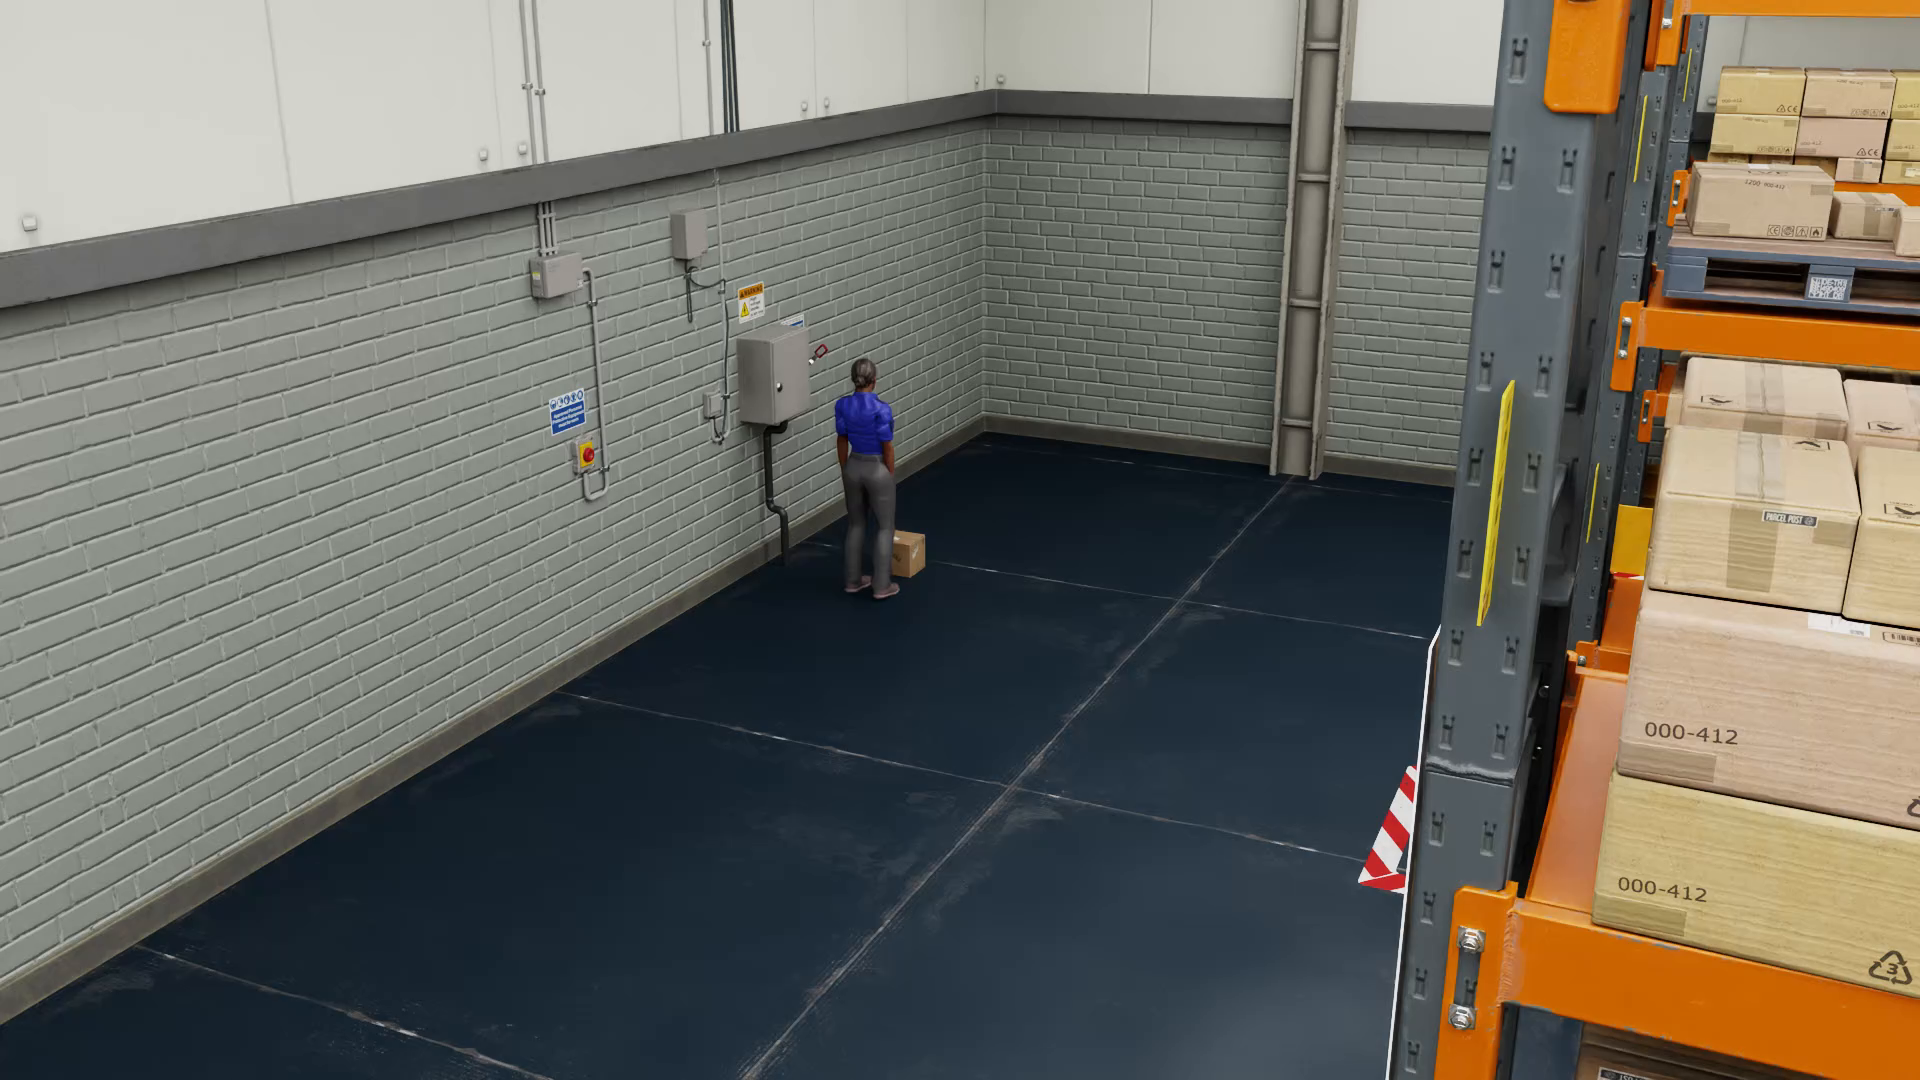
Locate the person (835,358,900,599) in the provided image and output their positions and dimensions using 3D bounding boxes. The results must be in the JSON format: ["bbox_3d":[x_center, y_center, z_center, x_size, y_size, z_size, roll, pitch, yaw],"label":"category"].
[{"bbox_3d":[-0.631,-0.424,11.312,0.437,1.661,0.314,9,21,24],"label":"person"}]
